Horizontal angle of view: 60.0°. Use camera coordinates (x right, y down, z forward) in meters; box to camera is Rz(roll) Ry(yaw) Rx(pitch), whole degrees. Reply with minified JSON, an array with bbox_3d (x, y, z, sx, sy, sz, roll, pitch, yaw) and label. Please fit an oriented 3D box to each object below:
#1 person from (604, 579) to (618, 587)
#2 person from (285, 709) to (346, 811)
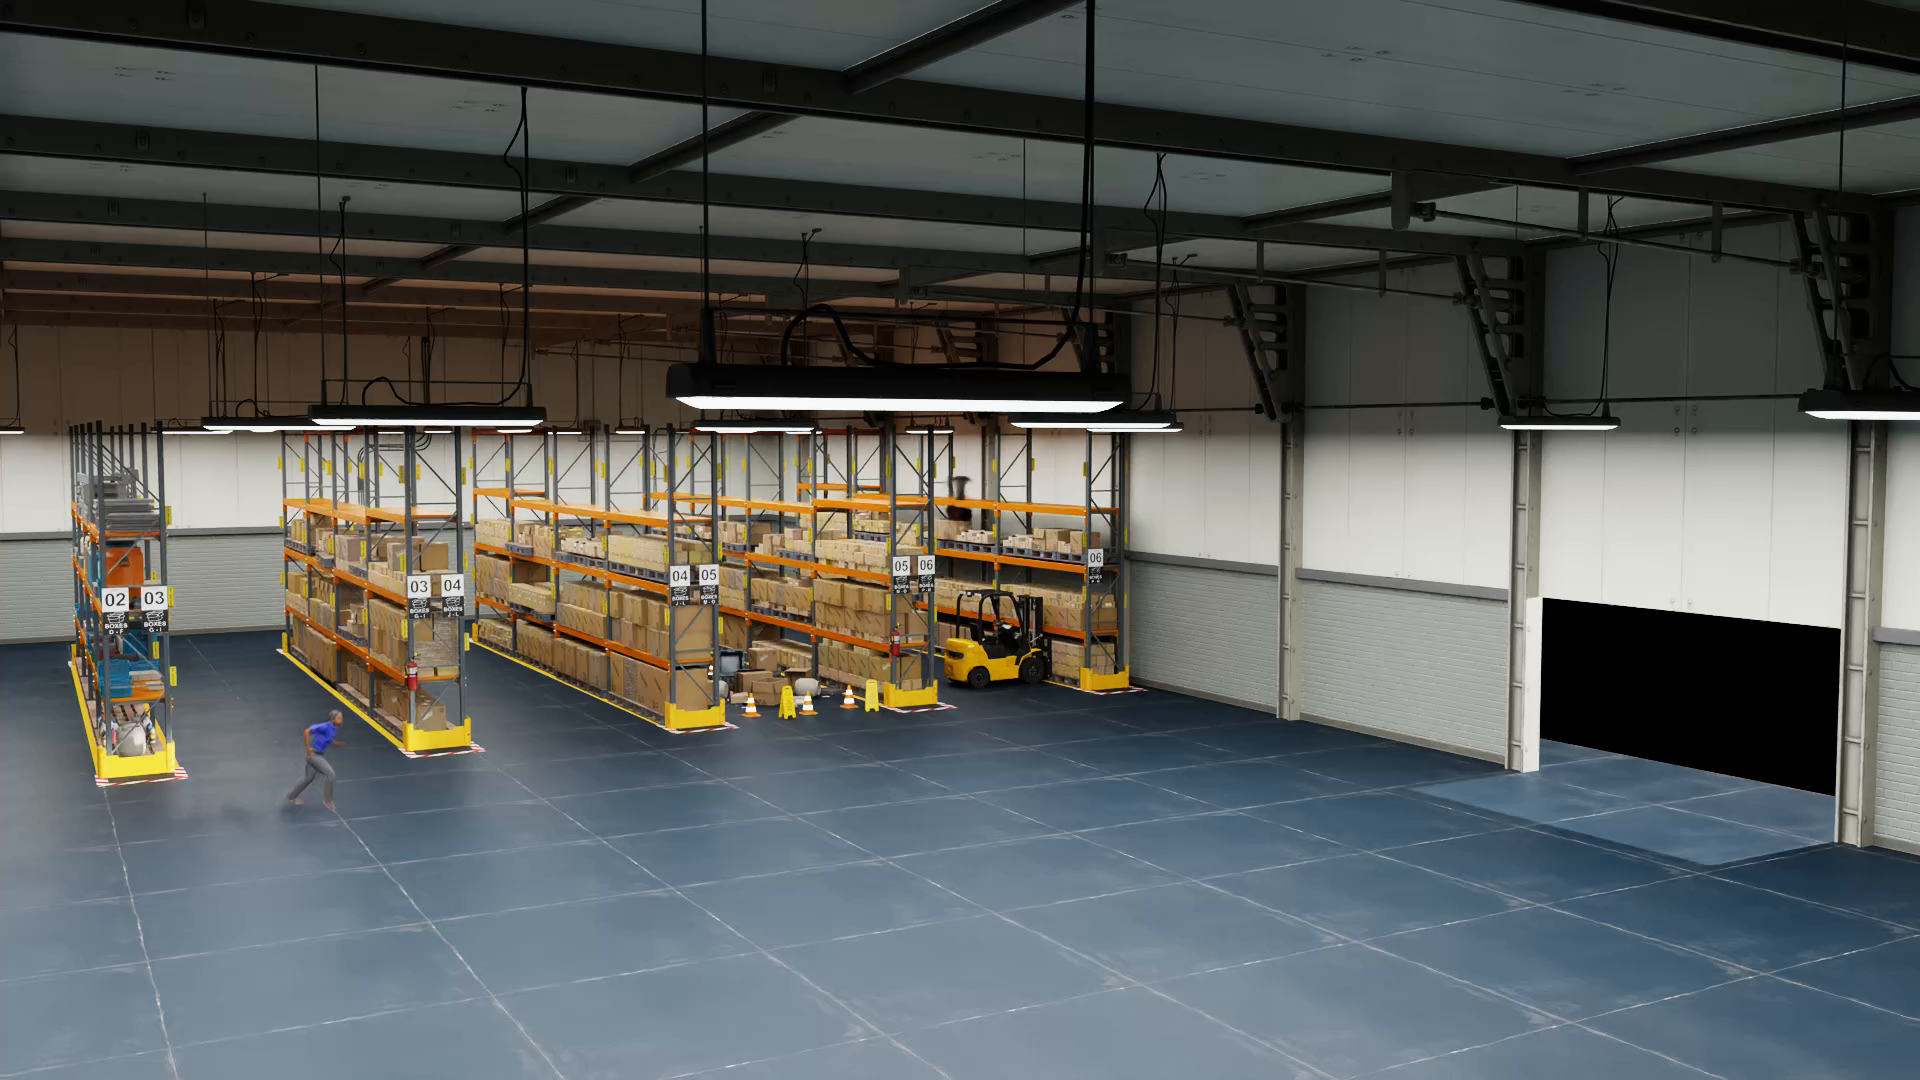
[{"bbox_3d":[-10.838,1.673,51.575,0.678,1.741,0.841,2,4,31],"label":"person"},{"bbox_3d":[-9.911,3.397,25.500,0.953,1.610,0.623,0,4,3],"label":"person"}]
